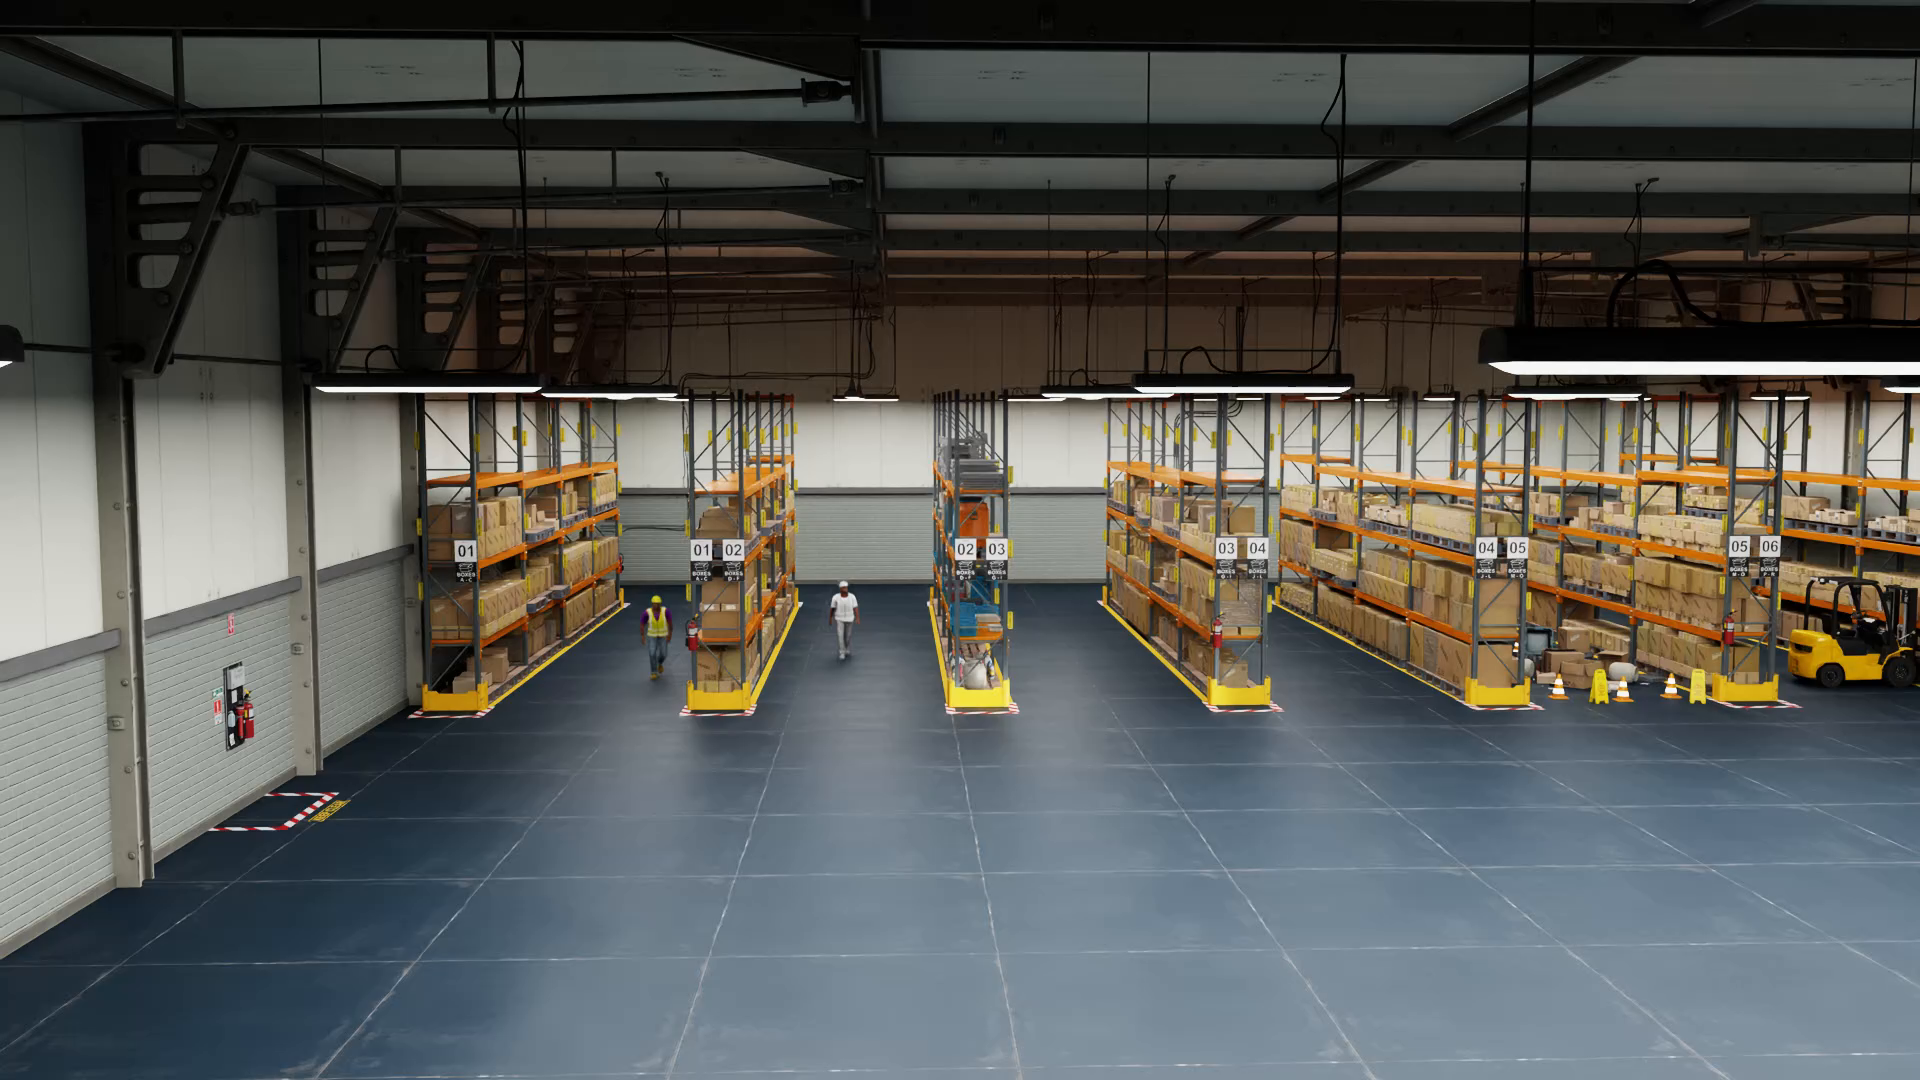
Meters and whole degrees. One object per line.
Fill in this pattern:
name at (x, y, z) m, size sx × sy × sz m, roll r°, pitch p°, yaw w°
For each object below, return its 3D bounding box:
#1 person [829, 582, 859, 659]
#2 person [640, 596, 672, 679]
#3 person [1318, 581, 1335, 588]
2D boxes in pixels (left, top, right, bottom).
person at (-2.609, 1.790, 37.488) m, size 0.650 × 1.705 × 1.079 m, roll -1°, pitch 5°, yaw -11°
person at (-6.371, 2.017, 34.879) m, size 0.659 × 1.744 × 0.656 m, roll -1°, pitch 5°, yaw -15°
person at (10.771, 0.913, 48.905) m, size 0.921 × 1.624 × 0.484 m, roll 0°, pitch 5°, yaw -3°
